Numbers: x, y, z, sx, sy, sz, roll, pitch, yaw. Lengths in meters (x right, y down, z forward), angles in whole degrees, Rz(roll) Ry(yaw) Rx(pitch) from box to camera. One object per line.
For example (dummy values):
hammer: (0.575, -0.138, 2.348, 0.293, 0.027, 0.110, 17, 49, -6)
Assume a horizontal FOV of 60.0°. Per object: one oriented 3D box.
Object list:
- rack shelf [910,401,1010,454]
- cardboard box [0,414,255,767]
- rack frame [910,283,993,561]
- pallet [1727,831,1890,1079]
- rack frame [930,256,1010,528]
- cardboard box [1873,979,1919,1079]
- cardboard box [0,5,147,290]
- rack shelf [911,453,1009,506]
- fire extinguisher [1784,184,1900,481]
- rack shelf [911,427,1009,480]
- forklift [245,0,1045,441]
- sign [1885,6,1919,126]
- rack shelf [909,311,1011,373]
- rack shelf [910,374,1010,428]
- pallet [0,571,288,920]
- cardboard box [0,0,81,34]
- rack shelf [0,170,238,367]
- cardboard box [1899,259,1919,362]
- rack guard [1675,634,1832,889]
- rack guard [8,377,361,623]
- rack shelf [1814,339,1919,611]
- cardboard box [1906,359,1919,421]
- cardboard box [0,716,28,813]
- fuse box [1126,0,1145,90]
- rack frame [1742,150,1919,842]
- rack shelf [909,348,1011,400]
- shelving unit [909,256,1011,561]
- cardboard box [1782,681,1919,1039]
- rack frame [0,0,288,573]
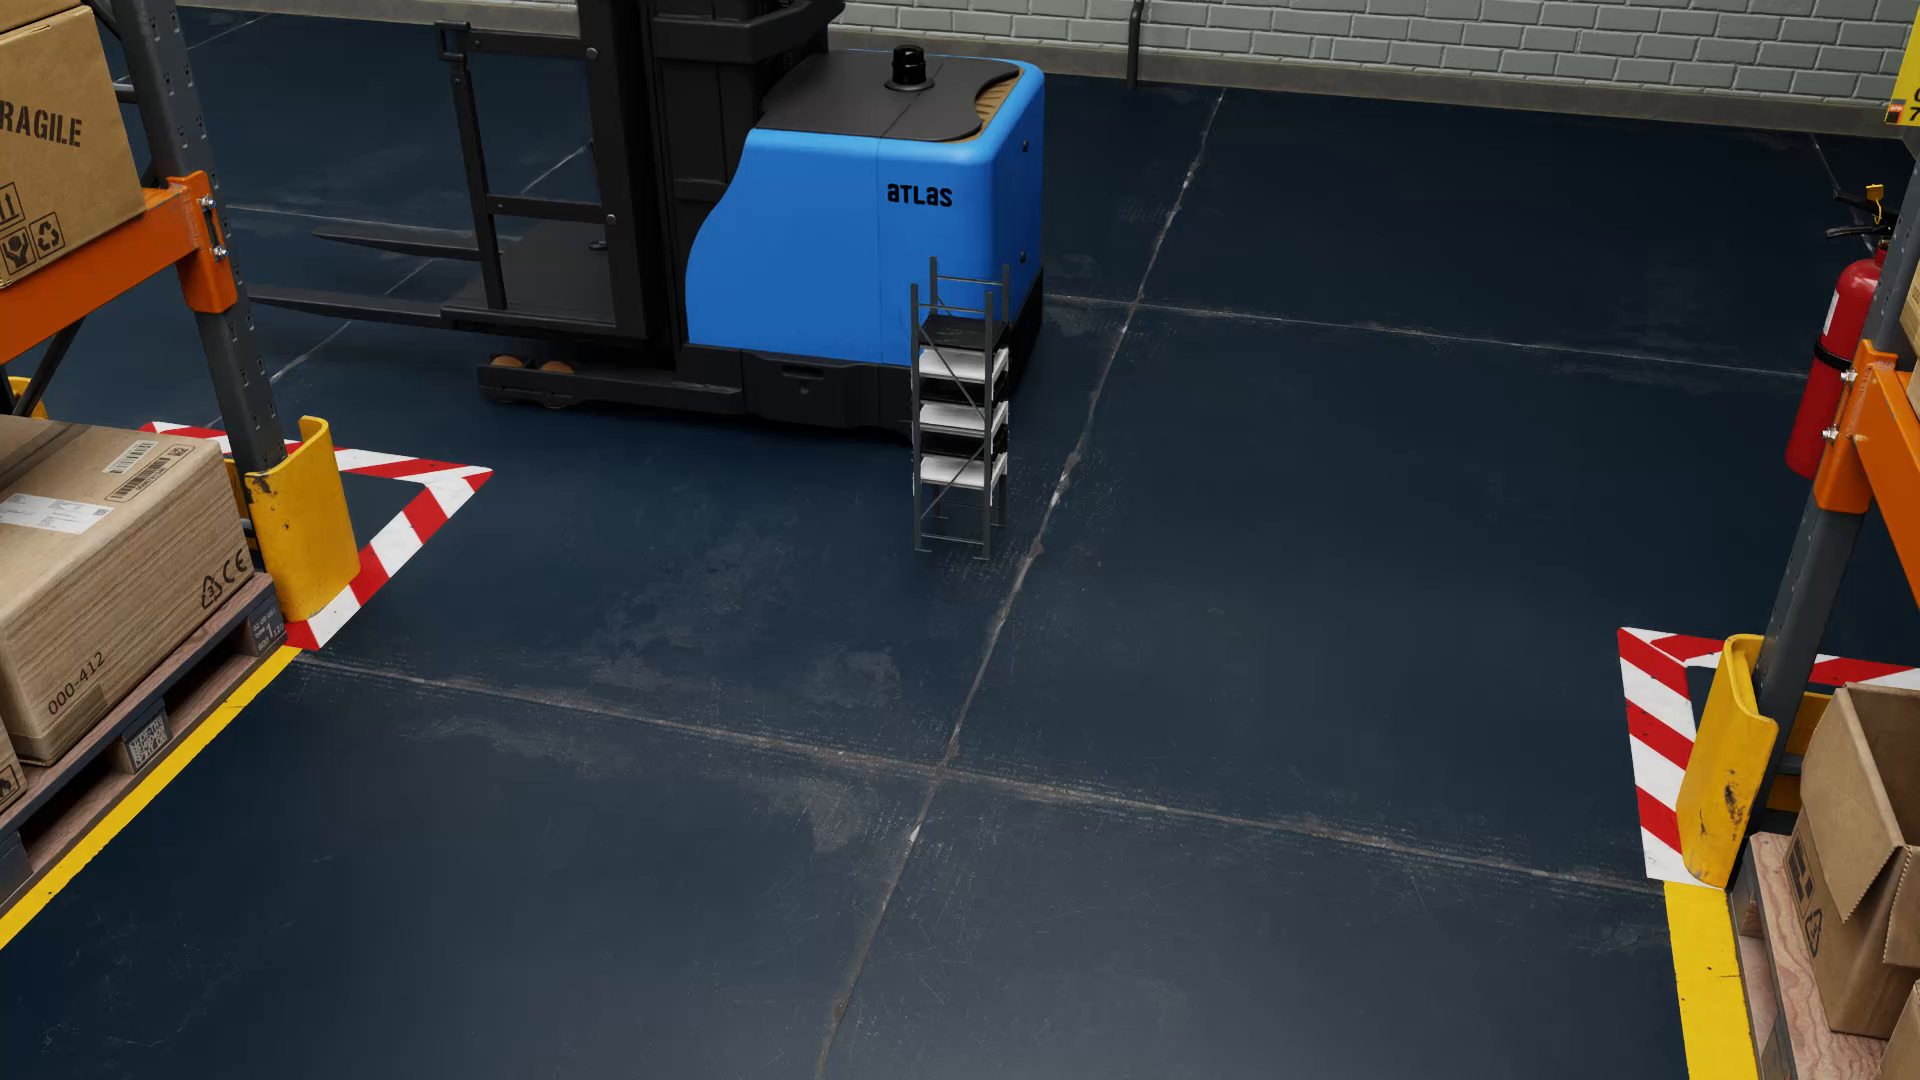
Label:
rack shelf: (0.002, -0.356, 5.033, 0.258, 0.077, 0.200, 8, 33, 12)
cardboard box: (-2.510, 0.088, 4.313, 0.875, 0.438, 0.875, 7, 33, 11)
rack frame: (-0.024, -0.331, 4.932, 0.240, 0.900, 0.006, 8, 33, 12)
pallet: (2.142, 1.132, 3.273, 1.003, 0.211, 1.213, 8, 33, 12)
rack frame: (0.028, -0.437, 5.098, 0.240, 0.900, 0.006, 8, 33, 12)
cardboard box: (1.861, 1.122, 2.628, 0.700, 0.500, 0.500, 9, 34, 14)
cardboard box: (-2.306, -0.928, 3.821, 0.500, 0.500, 0.500, 8, 33, 13)
rack shelf: (0.002, -0.204, 5.130, 0.258, 0.077, 0.200, 8, 33, 12)
fire extinguisher: (1.953, -0.448, 3.578, 0.296, 0.674, 0.183, 8, 33, 12)
rack shelf: (0.002, -0.280, 5.081, 0.258, 0.077, 0.200, 8, 33, 12)
forklift: (-1.257, -1.976, 5.626, 3.031, 2.935, 1.130, 7, 33, 11)
sign: (1.838, -0.938, 3.122, 0.100, 0.325, 0.005, 8, 33, 12)
rack shelf: (0.002, -0.584, 4.888, 0.258, 0.077, 0.200, 8, 33, 12)
rack shelf: (0.002, -0.432, 4.985, 0.258, 0.077, 0.200, 8, 33, 12)
pallet: (-2.567, 0.430, 4.377, 1.003, 0.211, 1.213, 8, 33, 12)
cardboard box: (-2.331, -1.354, 3.559, 0.500, 0.500, 0.500, 9, 34, 14)
rack shelf: (-2.947, 0.169, 2.859, 1.077, 0.370, 4.000, 8, 33, 12)
cardboard box: (1.987, -0.362, 2.886, 0.500, 0.250, 0.500, 8, 33, 13)
rack guard: (2.344, 0.596, 3.847, 1.175, 0.500, 0.348, 8, 33, 12)
rack guard: (-2.433, -0.130, 4.988, 1.175, 0.500, 0.348, 8, 33, 12)
rack shelf: (1.855, 0.843, 1.799, 1.077, 0.370, 4.000, 8, 33, 12)
cardboard box: (2.014, -0.259, 3.096, 0.380, 0.149, 0.250, 8, 33, 12)
cardboard box: (-2.734, 0.564, 3.564, 0.875, 0.438, 0.875, 9, 34, 14)
fuse box: (0.964, -3.196, 8.683, 0.539, 1.711, 0.414, 8, 33, 12)
rack frame: (2.363, -0.498, 3.238, 1.000, 3.000, 0.127, 8, 33, 12)
rack shelf: (0.002, -0.508, 4.937, 0.258, 0.077, 0.200, 8, 33, 12)
shelving unit: (0.002, -0.384, 5.015, 0.258, 0.900, 0.210, 8, 33, 12)
cardboard box: (2.116, 0.682, 3.316, 0.797, 0.503, 0.637, 7, 33, 10)
rack frame: (-2.439, -1.172, 4.298, 1.000, 3.000, 0.127, 8, 33, 12)
